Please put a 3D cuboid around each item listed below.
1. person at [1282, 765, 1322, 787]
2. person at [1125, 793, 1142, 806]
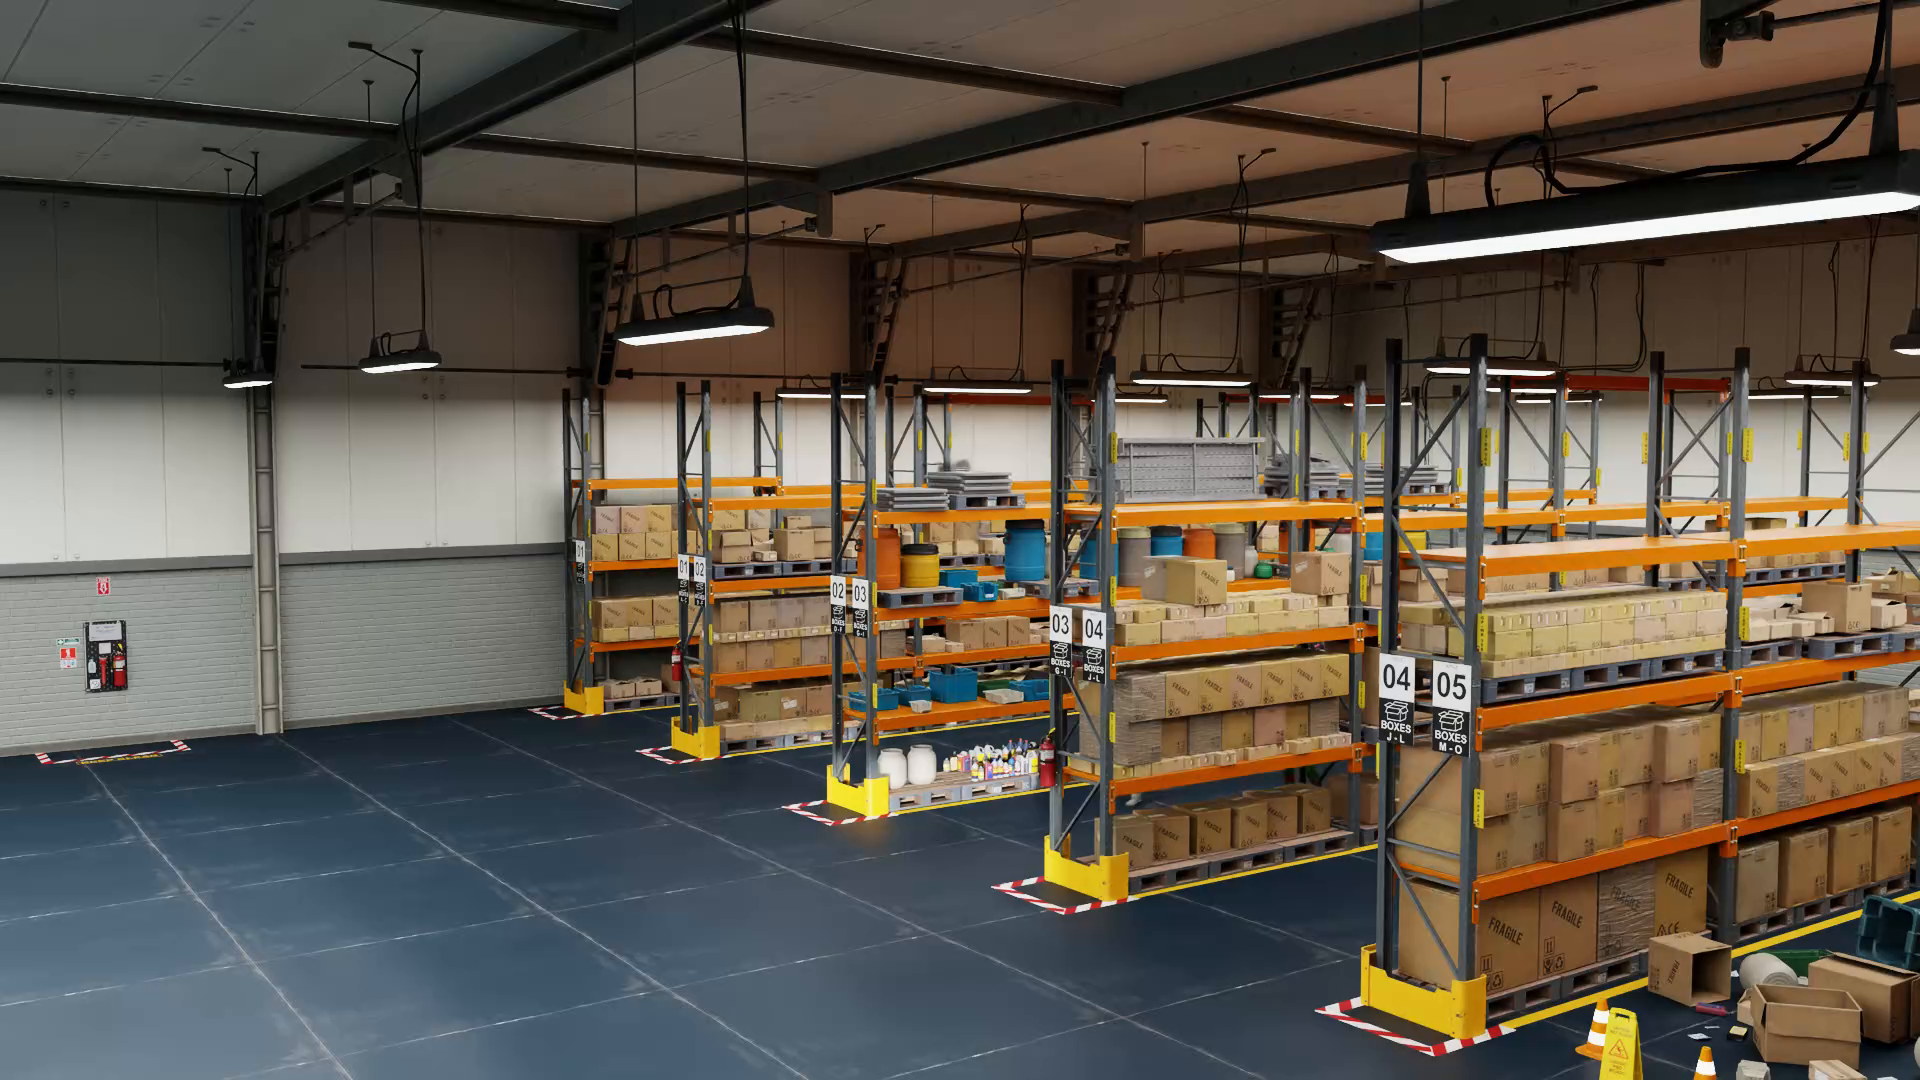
[{"bbox_3d":[4.721,2.793,22.989,0.736,1.843,0.630,-3,5,-36],"label":"person"},{"bbox_3d":[2.552,2.819,23.220,0.650,1.750,0.704,-3,5,-44],"label":"person"}]
